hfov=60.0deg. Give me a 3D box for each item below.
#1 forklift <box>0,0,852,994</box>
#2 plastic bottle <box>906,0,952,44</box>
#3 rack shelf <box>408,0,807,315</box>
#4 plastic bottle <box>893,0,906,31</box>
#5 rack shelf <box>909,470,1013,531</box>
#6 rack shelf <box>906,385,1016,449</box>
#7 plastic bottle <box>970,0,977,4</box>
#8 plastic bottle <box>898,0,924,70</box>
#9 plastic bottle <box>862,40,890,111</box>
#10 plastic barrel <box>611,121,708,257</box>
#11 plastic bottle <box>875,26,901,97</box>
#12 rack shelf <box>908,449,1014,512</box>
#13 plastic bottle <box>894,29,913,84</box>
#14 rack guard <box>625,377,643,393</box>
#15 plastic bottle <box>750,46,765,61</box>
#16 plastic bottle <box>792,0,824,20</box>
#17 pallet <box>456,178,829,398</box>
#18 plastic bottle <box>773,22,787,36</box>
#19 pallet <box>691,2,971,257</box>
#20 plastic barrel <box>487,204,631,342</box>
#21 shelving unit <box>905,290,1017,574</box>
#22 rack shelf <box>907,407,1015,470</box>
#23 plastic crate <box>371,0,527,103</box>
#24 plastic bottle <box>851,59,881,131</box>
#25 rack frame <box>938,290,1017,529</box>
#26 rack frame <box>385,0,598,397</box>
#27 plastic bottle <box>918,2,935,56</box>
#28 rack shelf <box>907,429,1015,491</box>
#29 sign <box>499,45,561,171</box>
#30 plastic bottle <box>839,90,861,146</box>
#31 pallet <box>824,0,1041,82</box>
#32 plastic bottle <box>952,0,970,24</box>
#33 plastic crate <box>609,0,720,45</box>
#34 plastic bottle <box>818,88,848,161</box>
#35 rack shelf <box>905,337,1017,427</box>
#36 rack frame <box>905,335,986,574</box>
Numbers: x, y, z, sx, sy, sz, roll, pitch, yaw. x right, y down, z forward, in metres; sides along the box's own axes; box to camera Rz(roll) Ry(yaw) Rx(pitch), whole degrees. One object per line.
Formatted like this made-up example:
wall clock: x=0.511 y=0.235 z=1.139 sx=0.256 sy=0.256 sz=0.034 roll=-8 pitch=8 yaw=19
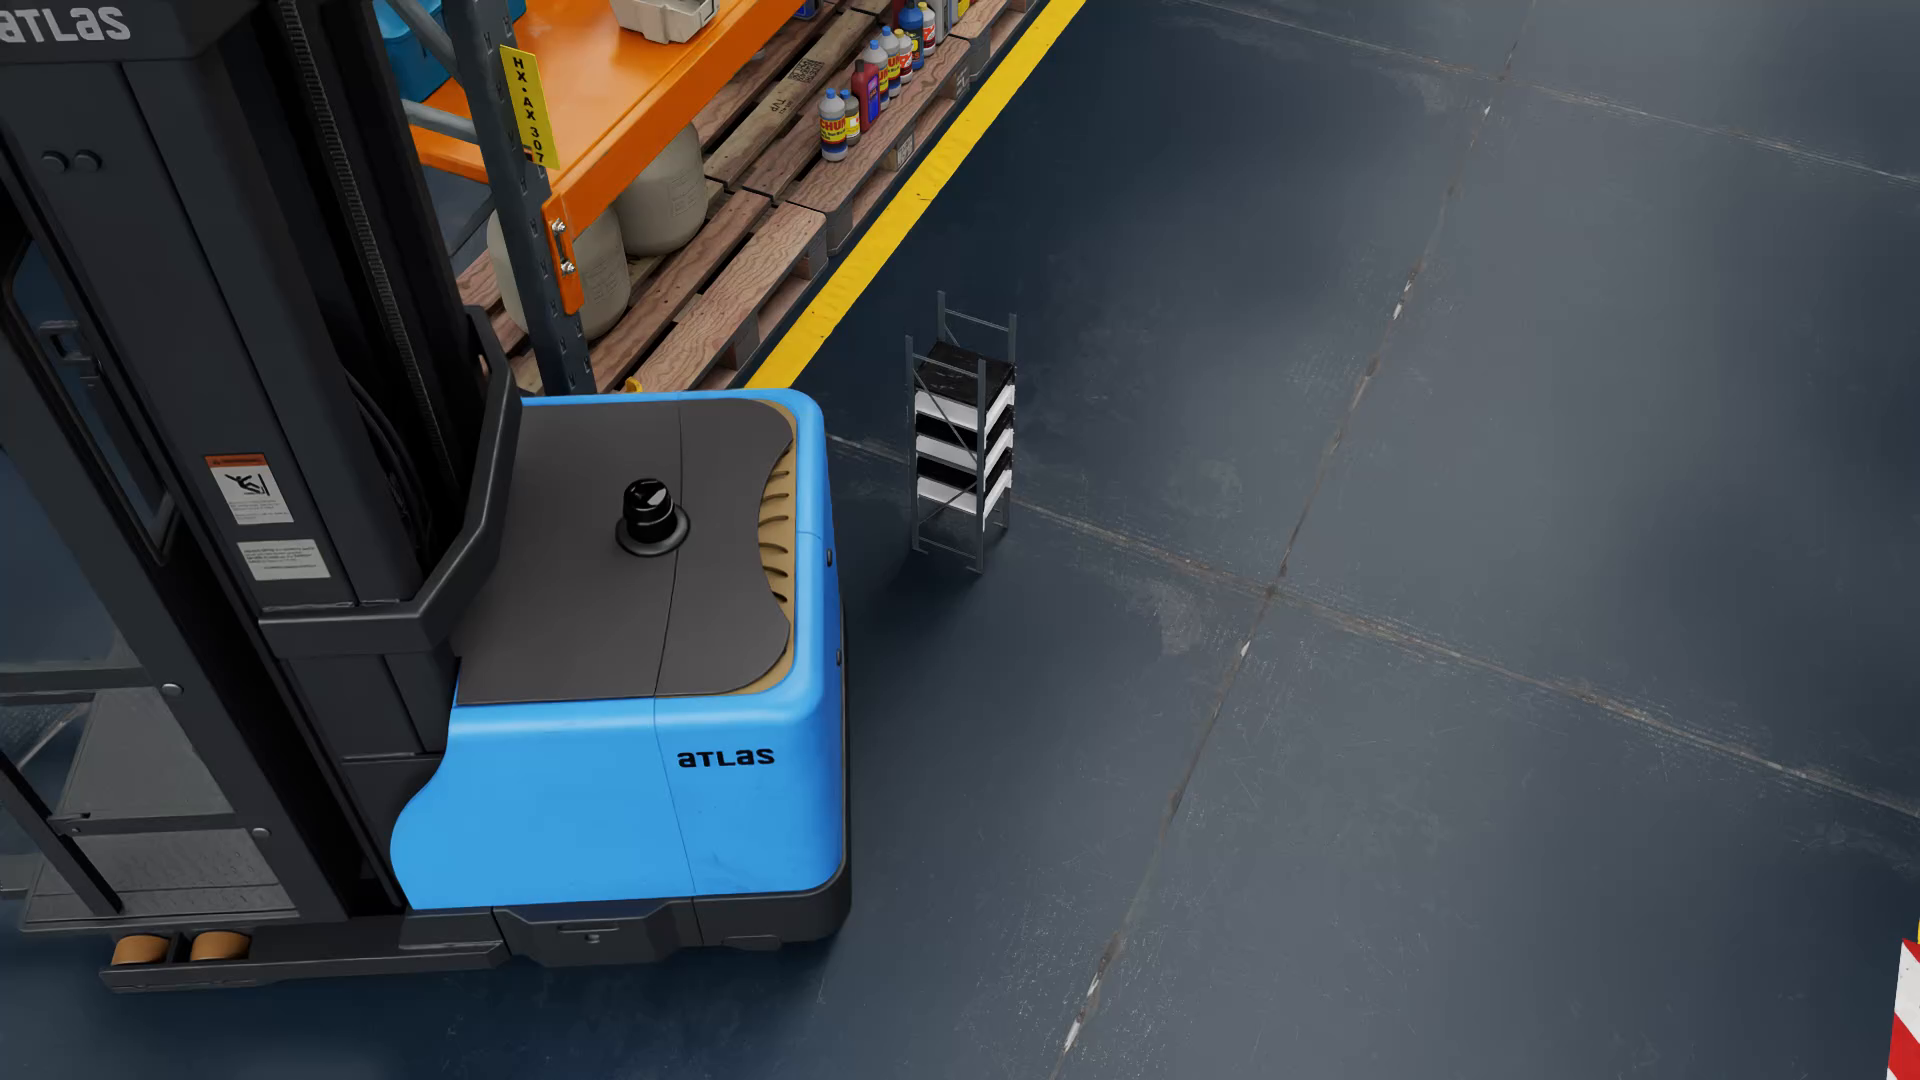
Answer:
forklift: x=-1.820 y=-0.213 z=3.507 sx=3.031 sy=2.935 sz=1.130 roll=-2 pitch=50 yaw=-2
plastic bottle: x=-0.120 y=-2.133 z=6.595 sx=0.152 sy=0.276 sz=0.135 roll=21 pitch=53 yaw=17
rack shelf: x=-0.667 y=-2.266 z=5.681 sx=1.077 sy=0.370 sz=4.000 roll=20 pitch=52 yaw=16
plastic bottle: x=-0.217 y=-2.170 z=6.622 sx=0.061 sy=0.283 sz=0.133 roll=20 pitch=52 yaw=16
rack shelf: x=0.003 y=-0.159 z=5.075 sx=0.258 sy=0.077 sz=0.200 roll=20 pitch=52 yaw=16
rack shelf: x=0.003 y=-0.392 z=4.800 sx=0.258 sy=0.077 sz=0.200 roll=20 pitch=52 yaw=16
plastic bottle: x=0.059 y=-2.343 z=6.769 sx=0.061 sy=0.283 sz=0.133 roll=23 pitch=53 yaw=18
plastic bottle: x=-0.190 y=-1.971 z=6.461 sx=0.097 sy=0.271 sz=0.097 roll=0 pitch=50 yaw=0
plastic bottle: x=-0.319 y=-1.763 z=6.283 sx=0.097 sy=0.271 sz=0.097 roll=0 pitch=50 yaw=0
plastic barrel: x=-1.096 y=-1.275 z=5.723 sx=0.421 sy=0.512 sz=0.421 roll=0 pitch=50 yaw=0
plastic bottle: x=-0.276 y=-1.832 z=6.342 sx=0.097 sy=0.271 sz=0.097 roll=0 pitch=50 yaw=0
rack shelf: x=0.003 y=-0.217 z=5.006 sx=0.258 sy=0.077 sz=0.200 roll=20 pitch=52 yaw=16
plastic bottle: x=-0.234 y=-1.877 z=6.427 sx=0.097 sy=0.201 sz=0.097 roll=0 pitch=50 yaw=0
rack guard: x=-1.532 y=-0.379 z=5.244 sx=1.175 sy=0.500 sz=0.348 roll=20 pitch=52 yaw=16
plastic bottle: x=-0.821 y=-1.997 z=6.528 sx=0.097 sy=0.201 sz=0.097 roll=0 pitch=50 yaw=0
plastic bottle: x=-0.651 y=-2.261 z=6.704 sx=0.152 sy=0.276 sz=0.135 roll=20 pitch=52 yaw=16
pallet: x=-1.180 y=-0.843 z=5.829 sx=1.003 sy=0.211 sz=1.213 roll=20 pitch=52 yaw=16
plastic bottle: x=-0.747 y=-2.131 z=6.642 sx=0.097 sy=0.201 sz=0.097 roll=0 pitch=50 yaw=0
pallet: x=-0.657 y=-1.680 z=6.541 sx=1.003 sy=0.211 sz=1.213 roll=20 pitch=52 yaw=16
plastic barrel: x=-1.310 y=-0.929 z=5.429 sx=0.421 sy=0.512 sz=0.421 roll=0 pitch=50 yaw=0
shelving unit: x=0.003 y=-0.297 z=4.912 sx=0.258 sy=0.900 sz=0.210 roll=20 pitch=52 yaw=16
rack shelf: x=0.003 y=-0.334 z=4.869 sx=0.258 sy=0.077 sz=0.200 roll=20 pitch=52 yaw=16
plastic crate: x=-1.578 y=-1.515 z=4.668 sx=0.499 sy=0.251 sz=0.616 roll=20 pitch=52 yaw=16
plastic bottle: x=-0.352 y=-1.681 z=6.205 sx=0.061 sy=0.283 sz=0.133 roll=21 pitch=53 yaw=17
rack frame: x=0.047 y=-0.367 z=4.972 sx=0.240 sy=0.900 sz=0.006 roll=20 pitch=52 yaw=16
rack frame: x=-1.522 y=-1.122 z=4.235 sx=1.000 sy=3.000 sz=0.127 roll=20 pitch=52 yaw=16
plastic bottle: x=-0.146 y=-2.019 z=6.547 sx=0.097 sy=0.201 sz=0.097 roll=0 pitch=50 yaw=0
rack shelf: x=0.003 y=-0.276 z=4.937 sx=0.258 sy=0.077 sz=0.200 roll=20 pitch=52 yaw=16
sign: x=-1.026 y=-1.029 z=3.975 sx=0.100 sy=0.325 sz=0.005 roll=20 pitch=52 yaw=16
plastic bottle: x=-0.421 y=-1.576 z=6.170 sx=0.097 sy=0.201 sz=0.097 roll=0 pitch=50 yaw=0
pallet: x=-0.138 y=-2.523 z=7.259 sx=1.003 sy=0.211 sz=1.213 roll=20 pitch=52 yaw=16
plastic bottle: x=-0.047 y=-2.268 z=6.661 sx=0.144 sy=0.351 sz=0.185 roll=19 pitch=52 yaw=16
plastic crate: x=-0.849 y=-1.548 z=4.770 sx=0.298 sy=0.136 sz=0.250 roll=20 pitch=52 yaw=16
plastic bottle: x=-0.465 y=-1.527 z=6.082 sx=0.097 sy=0.271 sz=0.097 roll=0 pitch=50 yaw=0
rack shelf: x=0.003 y=-0.451 z=4.732 sx=0.258 sy=0.077 sz=0.200 roll=20 pitch=52 yaw=16
rack frame: x=-0.040 y=-0.227 z=4.852 sx=0.240 sy=0.900 sz=0.006 roll=20 pitch=52 yaw=16
